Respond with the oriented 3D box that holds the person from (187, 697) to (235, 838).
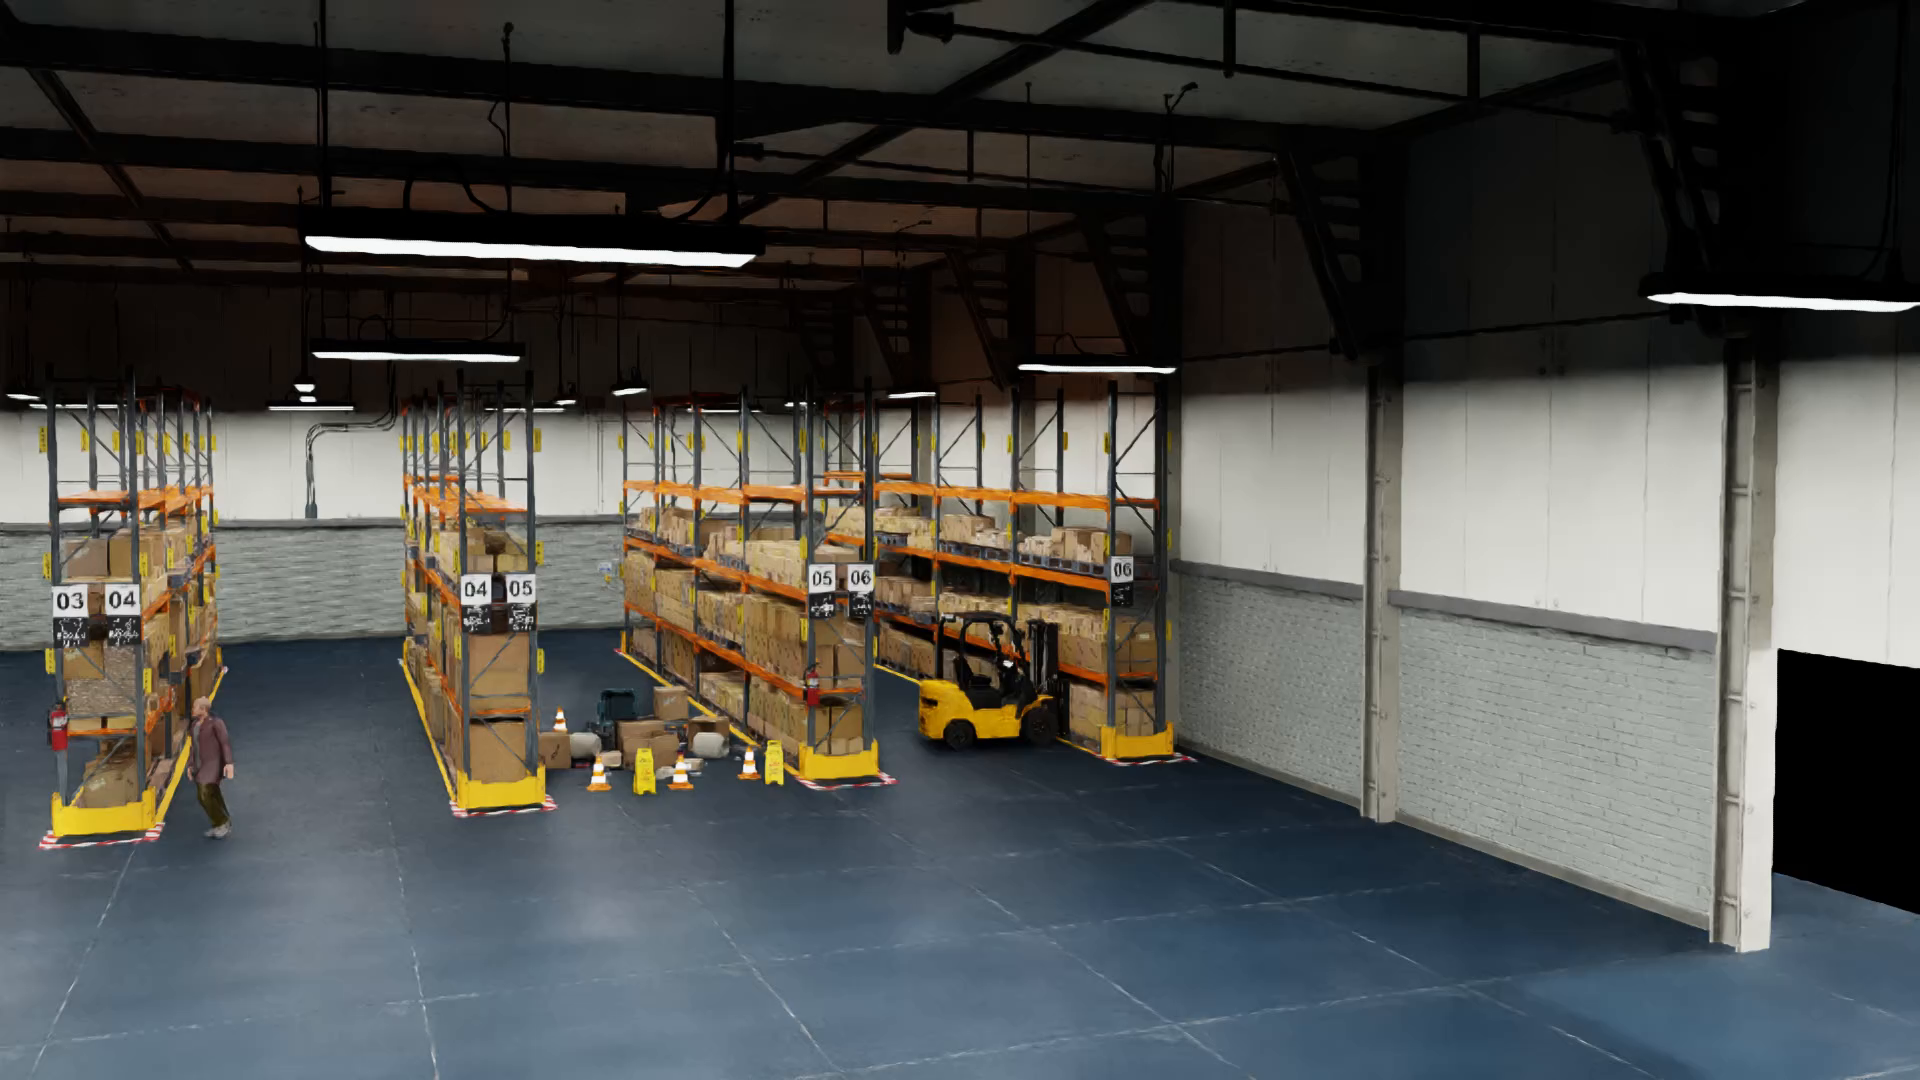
[{"bbox_3d":[-9.505,2.870,21.070,0.690,1.764,0.523,2,4,36],"label":"person"}]
